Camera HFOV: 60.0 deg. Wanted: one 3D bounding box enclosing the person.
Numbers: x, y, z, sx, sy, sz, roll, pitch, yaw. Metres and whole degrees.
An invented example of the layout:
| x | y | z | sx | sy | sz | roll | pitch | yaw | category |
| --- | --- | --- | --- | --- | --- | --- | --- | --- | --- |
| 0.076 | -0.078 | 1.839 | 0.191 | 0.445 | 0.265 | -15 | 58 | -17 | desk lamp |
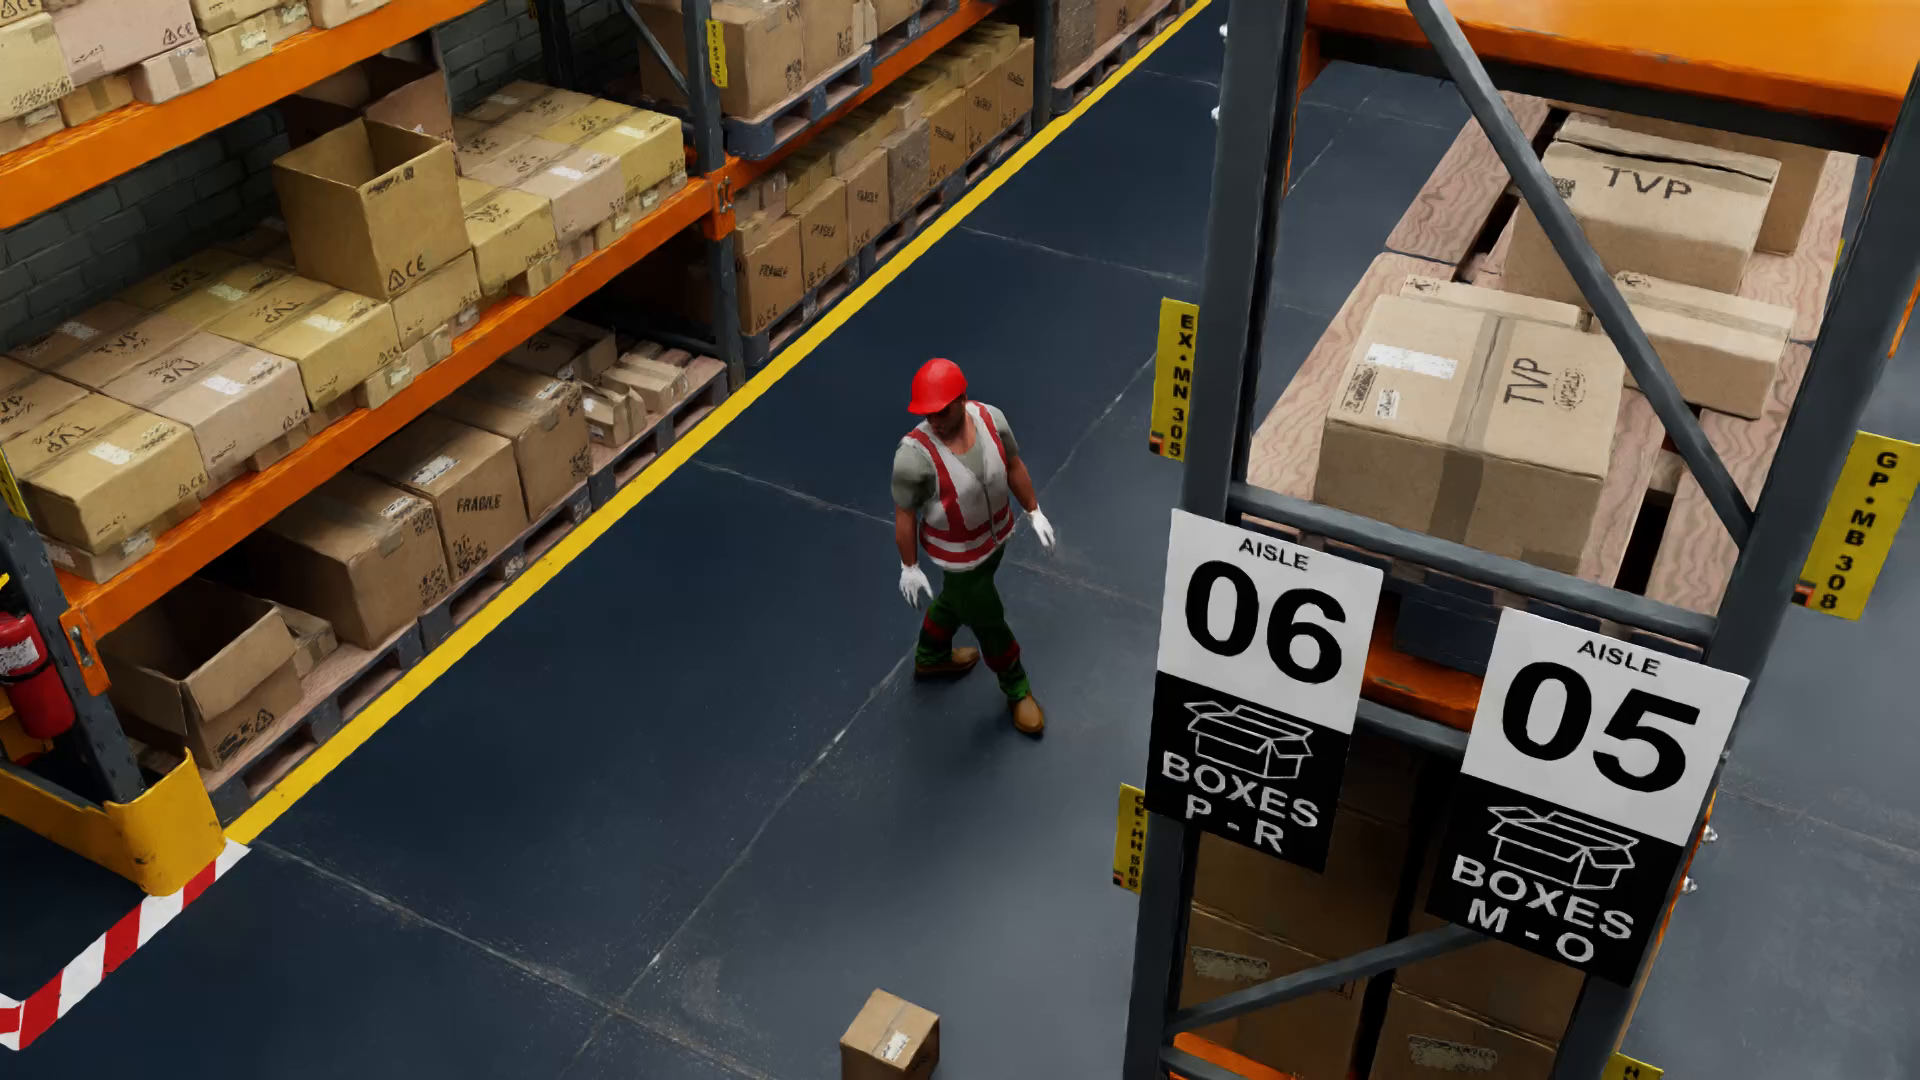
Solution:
| x | y | z | sx | sy | sz | roll | pitch | yaw | category |
| --- | --- | --- | --- | --- | --- | --- | --- | --- | --- |
| 0.056 | 0.029 | 6.708 | 0.690 | 1.752 | 0.594 | 25 | 44 | 29 | person |
